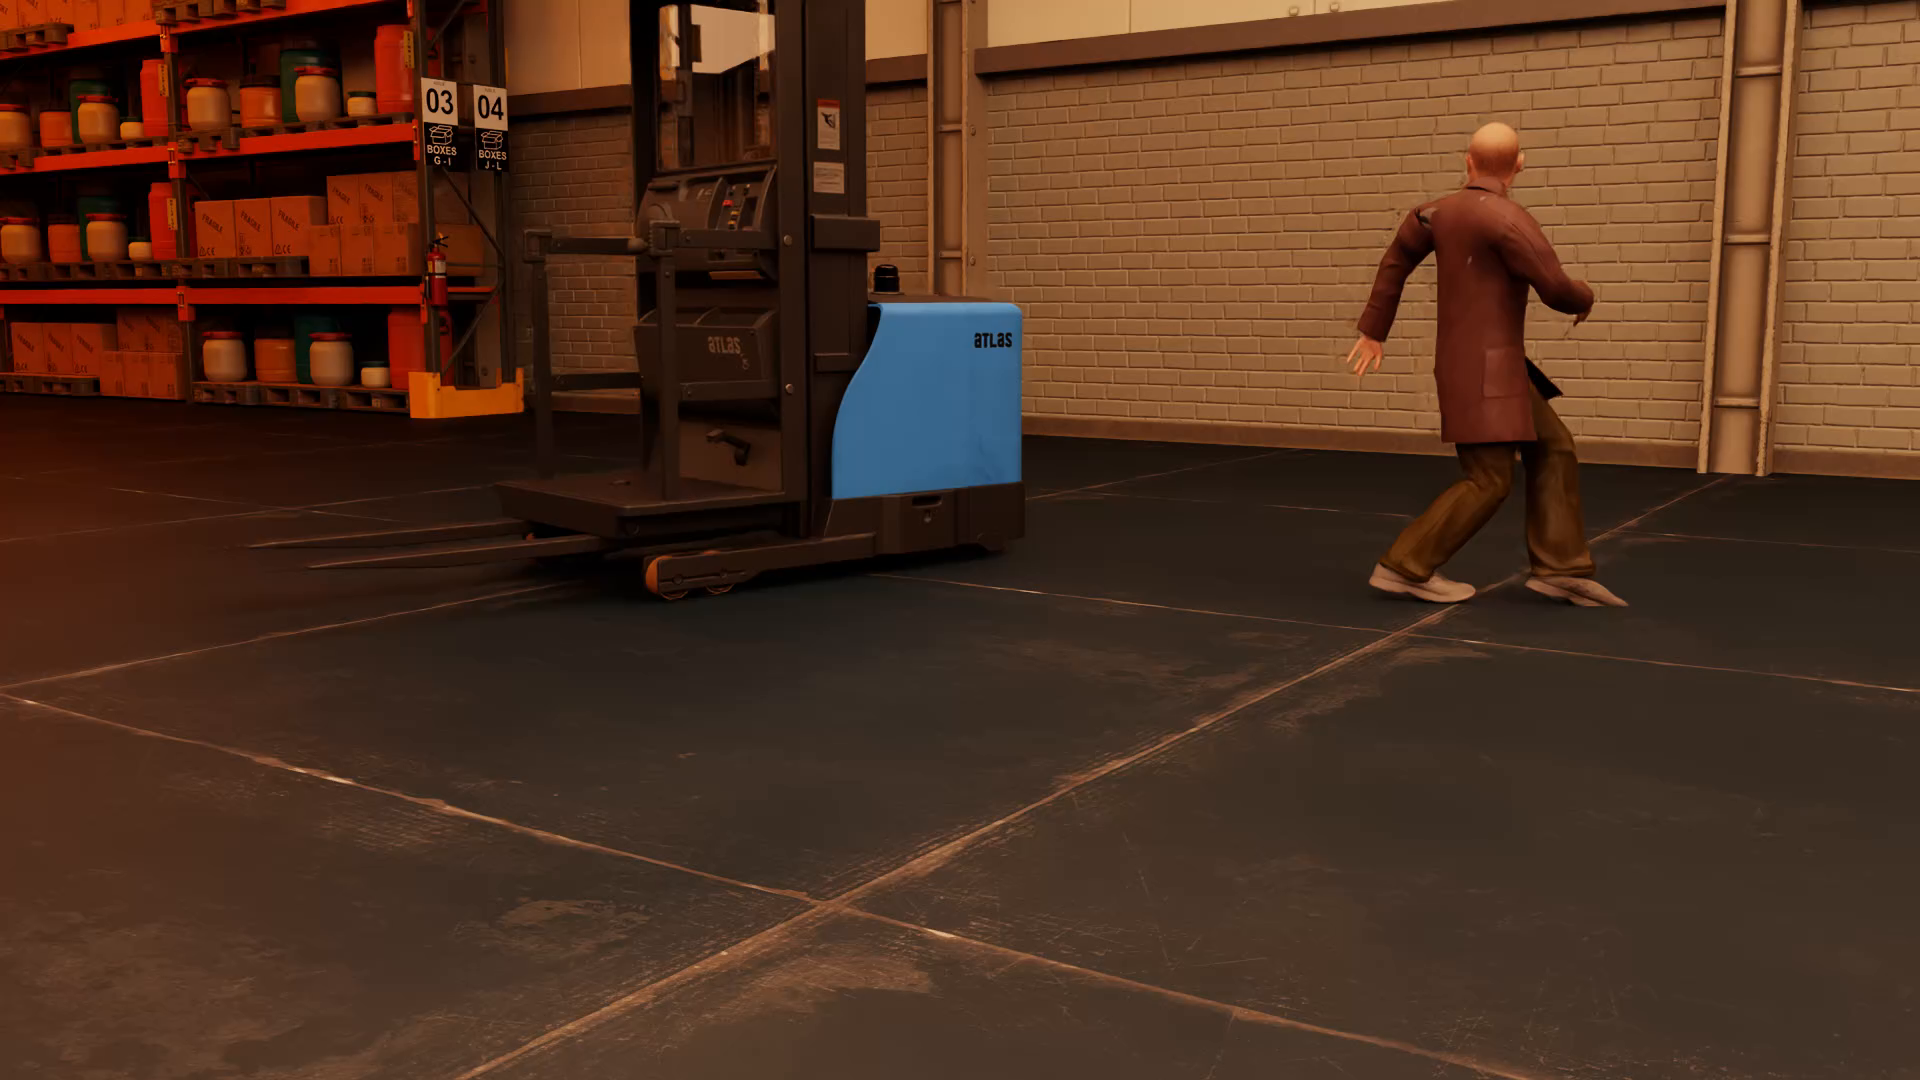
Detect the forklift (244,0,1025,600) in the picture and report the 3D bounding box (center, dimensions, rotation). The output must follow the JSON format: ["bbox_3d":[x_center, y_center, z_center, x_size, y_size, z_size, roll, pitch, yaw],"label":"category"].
[{"bbox_3d":[-1.169,-1.314,6.434,3.031,2.935,1.130,-7,11,-40],"label":"forklift"}]

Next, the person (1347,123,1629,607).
[{"bbox_3d":[1.905,-0.602,5.934,1.009,1.731,0.613,1,8,10],"label":"person"}]
